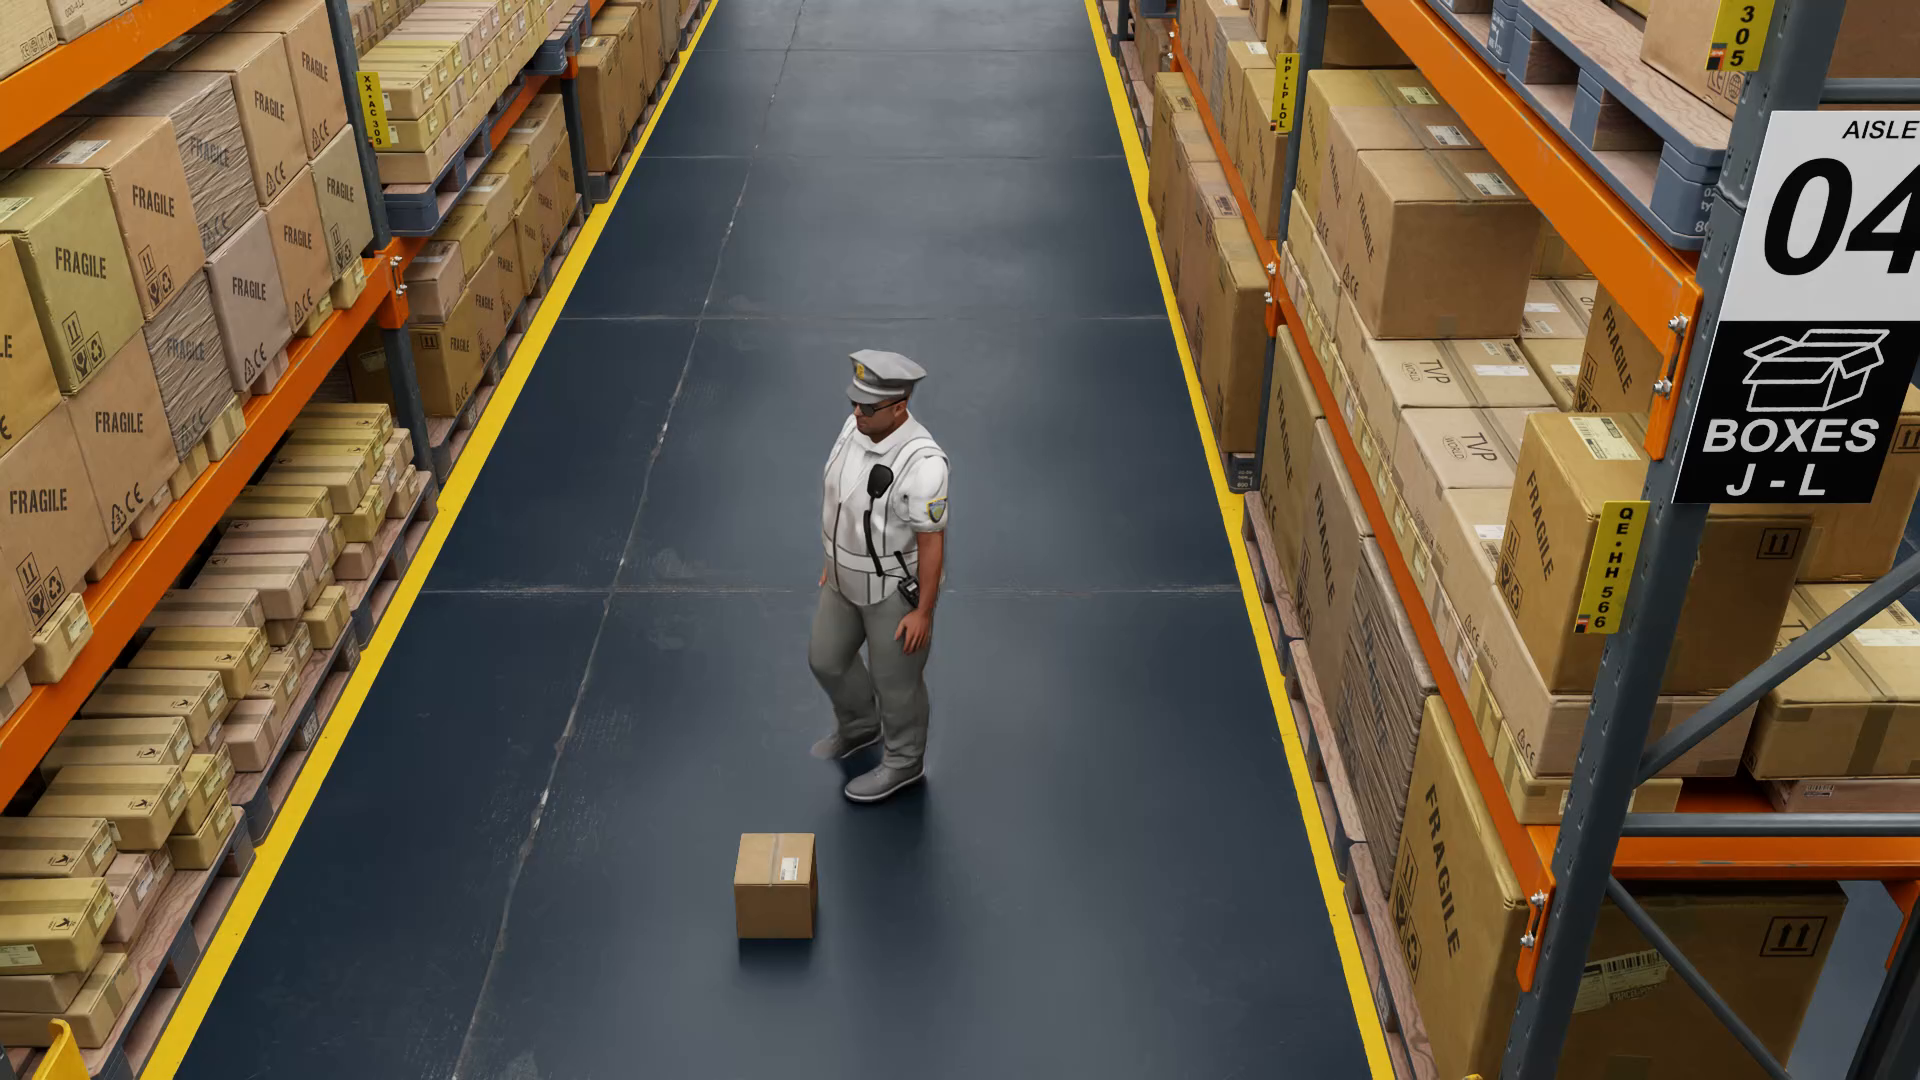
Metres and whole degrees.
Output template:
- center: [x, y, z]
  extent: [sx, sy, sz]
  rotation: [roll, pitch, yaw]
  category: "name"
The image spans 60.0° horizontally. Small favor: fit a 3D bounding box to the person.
- center: [-0.302, 0.154, 5.901]
  extent: [0.404, 1.815, 0.613]
  rotation: [-22, 38, -32]
  category: "person"
